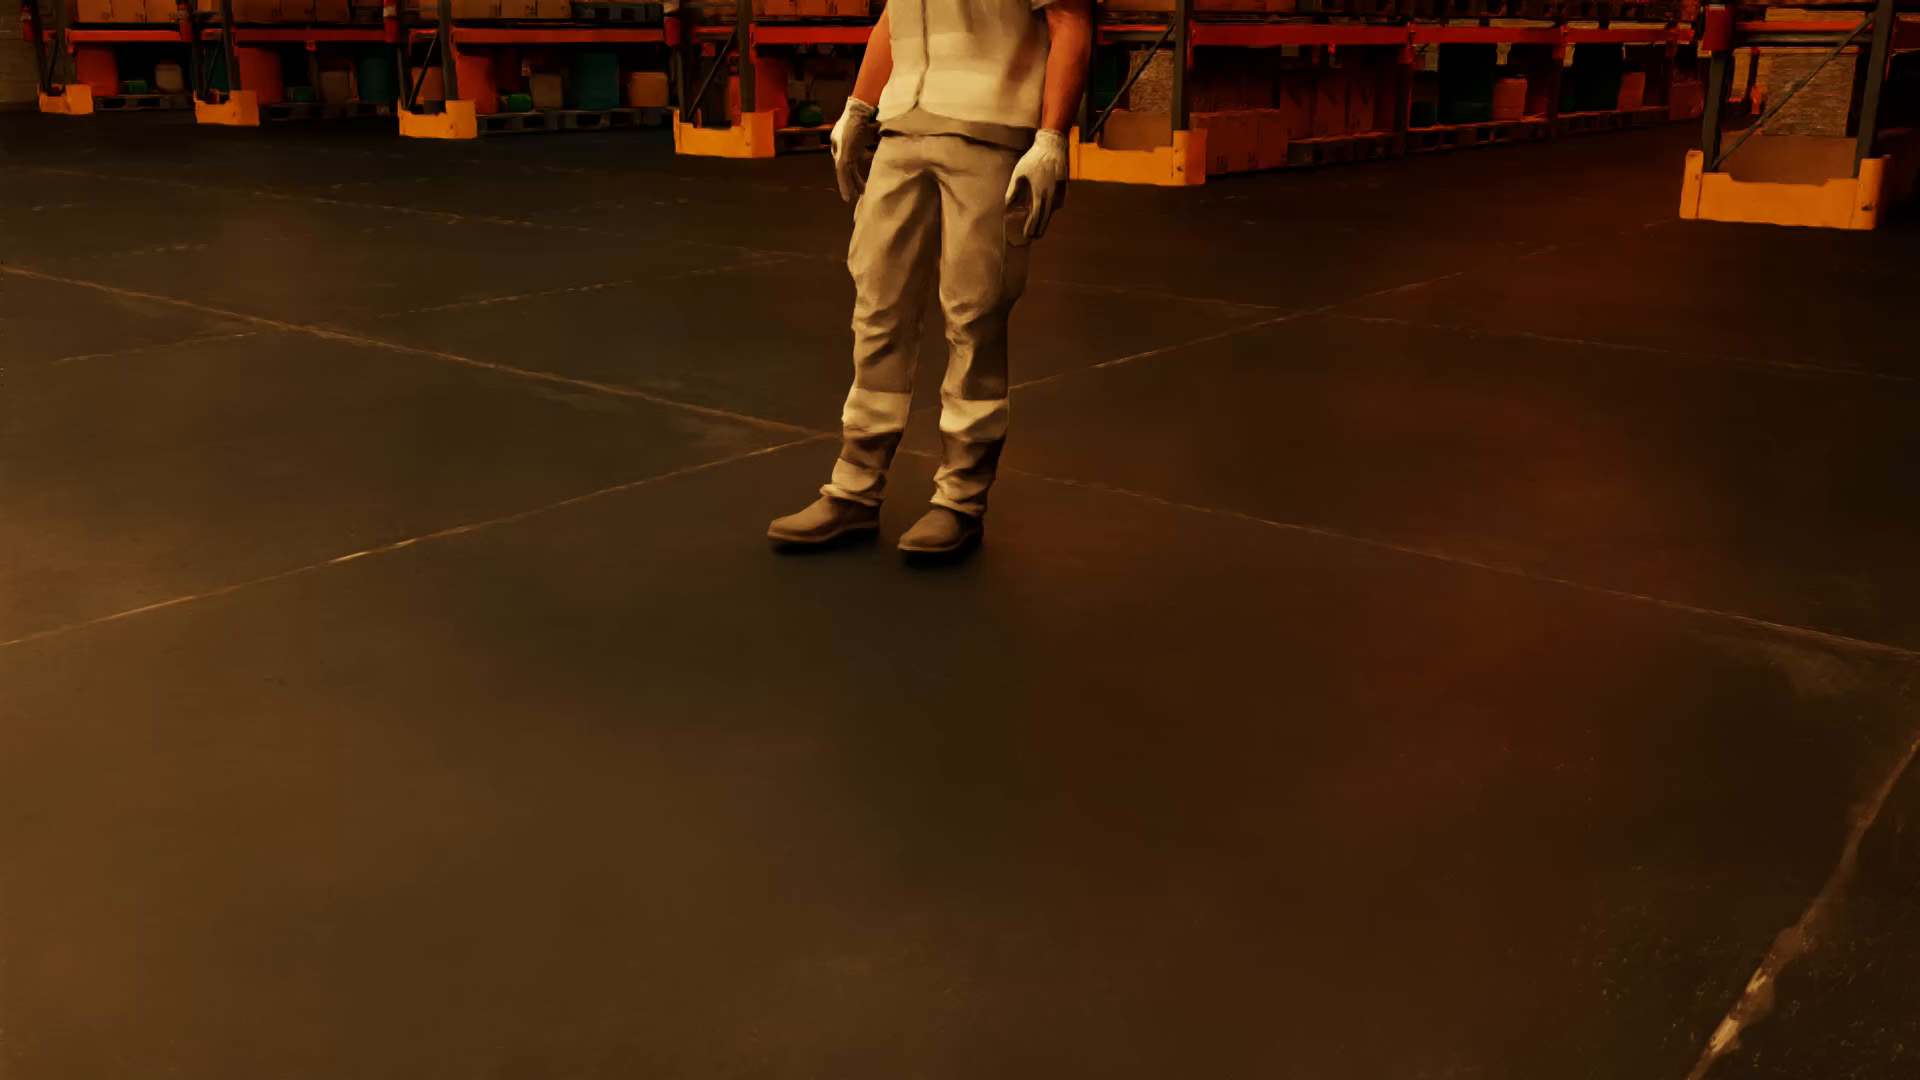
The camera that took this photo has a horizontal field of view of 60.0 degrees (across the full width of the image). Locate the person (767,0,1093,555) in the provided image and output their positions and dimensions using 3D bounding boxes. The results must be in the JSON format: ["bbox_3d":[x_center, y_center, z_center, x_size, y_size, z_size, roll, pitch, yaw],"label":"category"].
[{"bbox_3d":[-0.060,-0.847,3.627,0.637,1.787,0.563,13,21,37],"label":"person"}]
